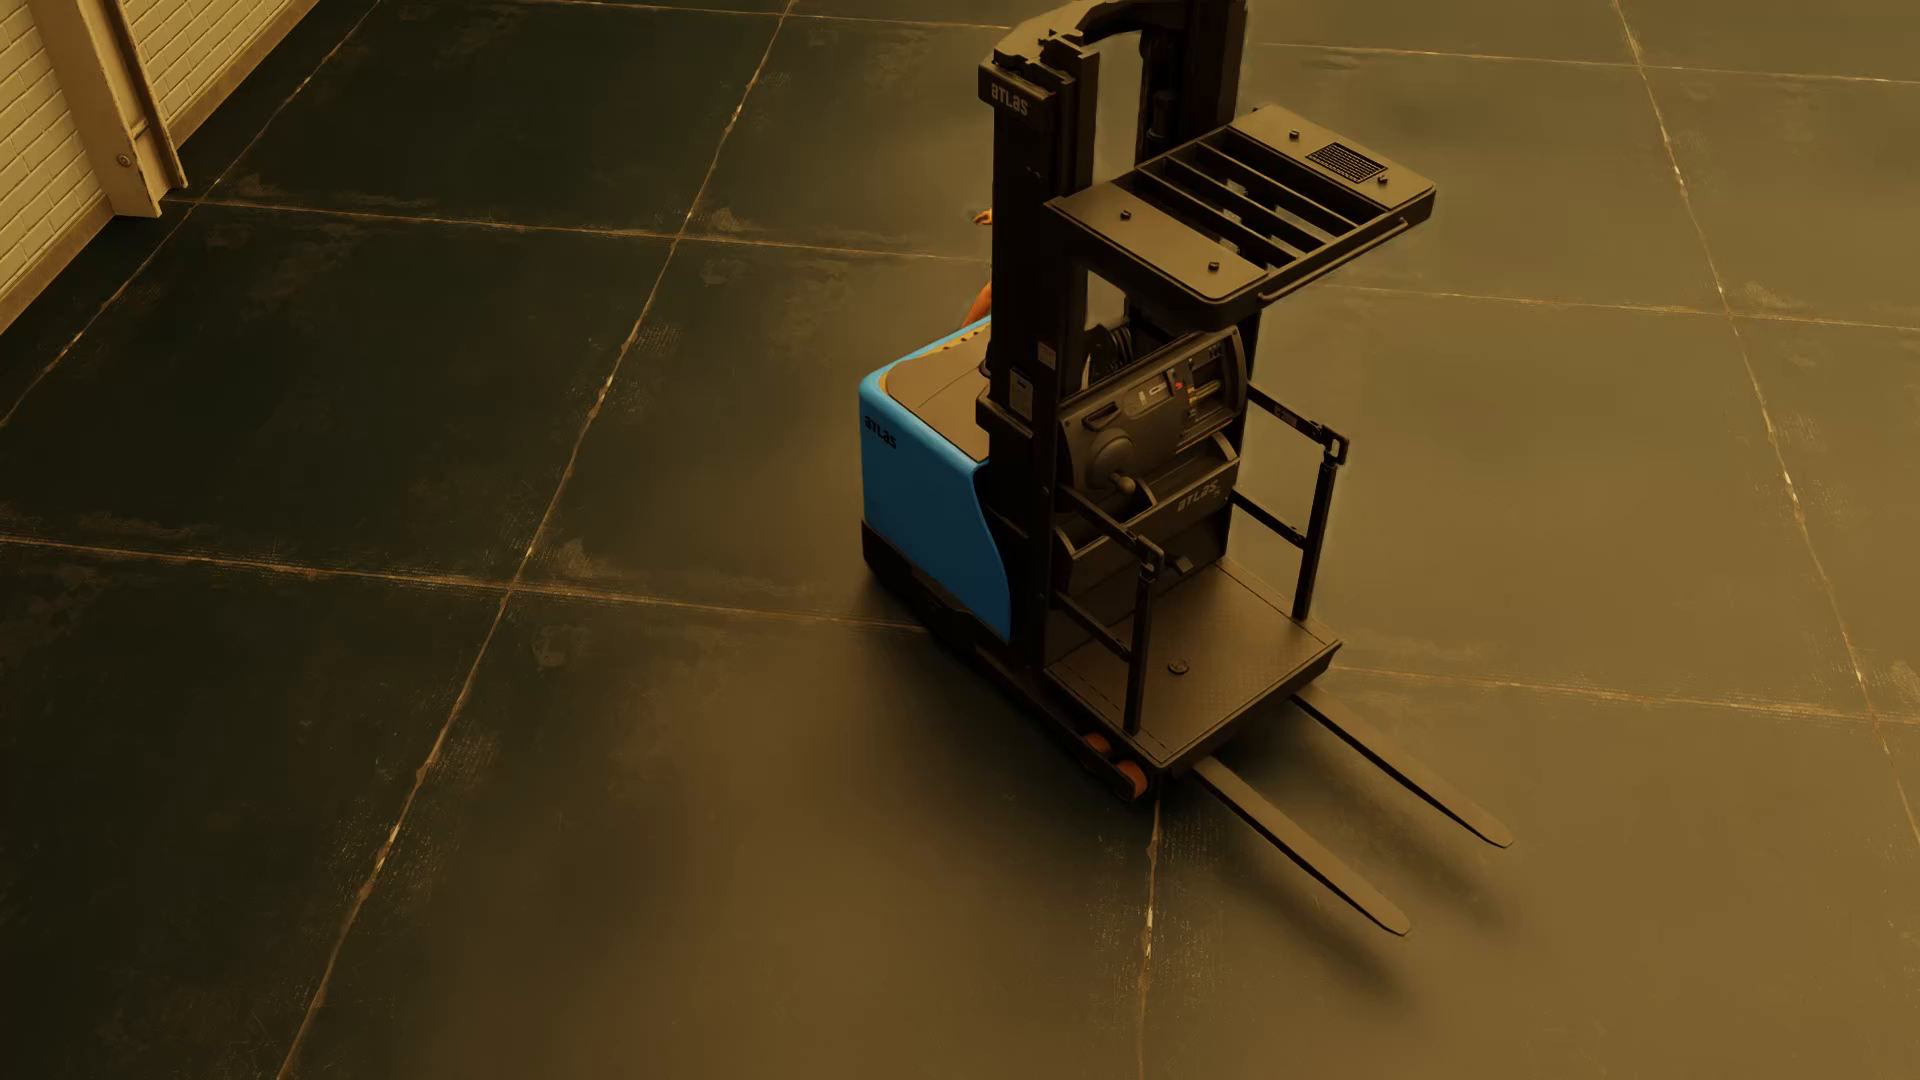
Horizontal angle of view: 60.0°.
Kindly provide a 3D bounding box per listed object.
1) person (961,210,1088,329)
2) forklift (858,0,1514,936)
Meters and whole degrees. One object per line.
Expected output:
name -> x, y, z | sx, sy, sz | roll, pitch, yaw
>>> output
person -> 0.314, -1.190, 8.200 | 0.631, 1.426, 0.906 | 4, 43, 4
forklift -> 0.881, -0.415, 6.176 | 1.130, 2.935, 3.031 | -30, 50, -28
